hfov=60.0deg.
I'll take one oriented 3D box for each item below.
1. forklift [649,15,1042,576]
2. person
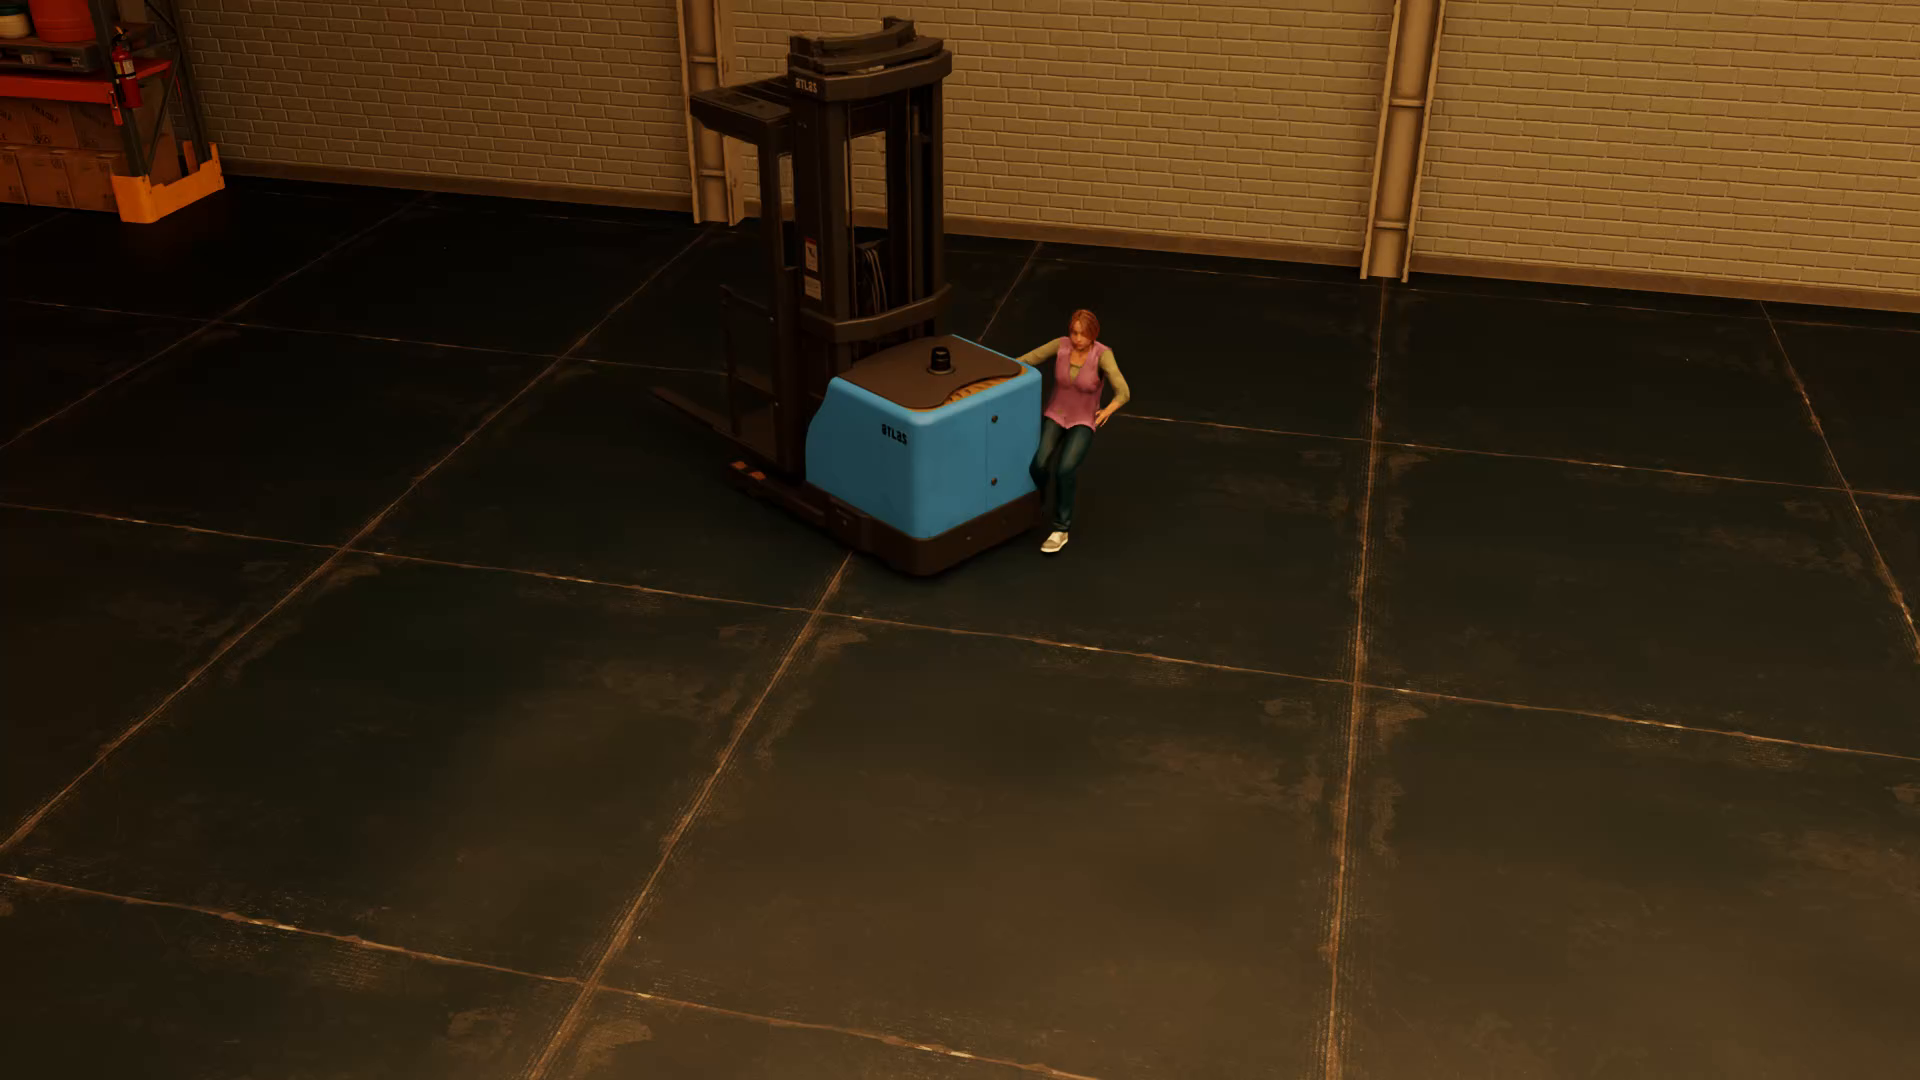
[{"bbox_3d":[-0.880,-1.702,10.174,1.130,2.935,3.031,-25,38,-37],"label":"forklift"},{"bbox_3d":[0.624,-0.657,9.934,0.742,1.381,0.753,6,30,10],"label":"person"}]
